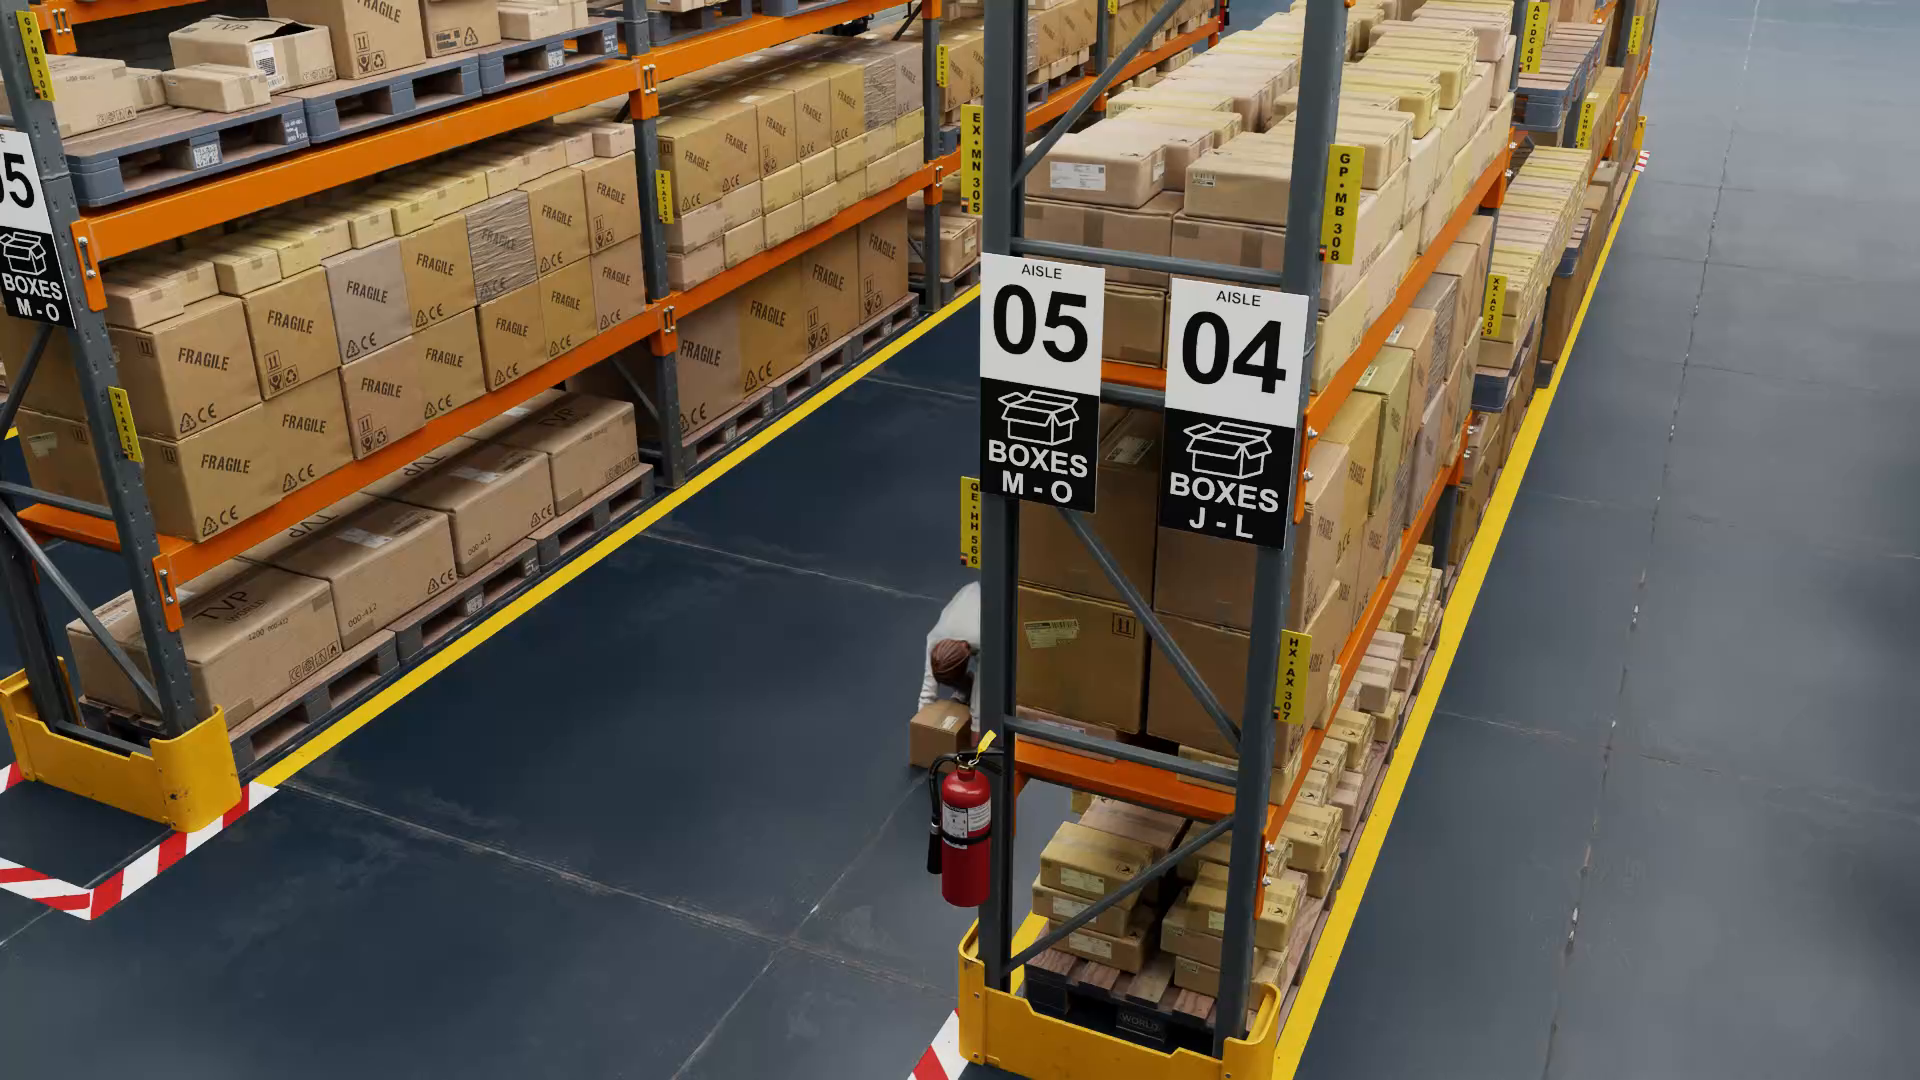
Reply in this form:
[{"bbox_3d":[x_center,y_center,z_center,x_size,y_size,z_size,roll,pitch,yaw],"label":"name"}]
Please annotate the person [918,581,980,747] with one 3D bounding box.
[{"bbox_3d":[0.055,0.639,8.365,0.421,0.738,0.873,10,28,20],"label":"person"}]
